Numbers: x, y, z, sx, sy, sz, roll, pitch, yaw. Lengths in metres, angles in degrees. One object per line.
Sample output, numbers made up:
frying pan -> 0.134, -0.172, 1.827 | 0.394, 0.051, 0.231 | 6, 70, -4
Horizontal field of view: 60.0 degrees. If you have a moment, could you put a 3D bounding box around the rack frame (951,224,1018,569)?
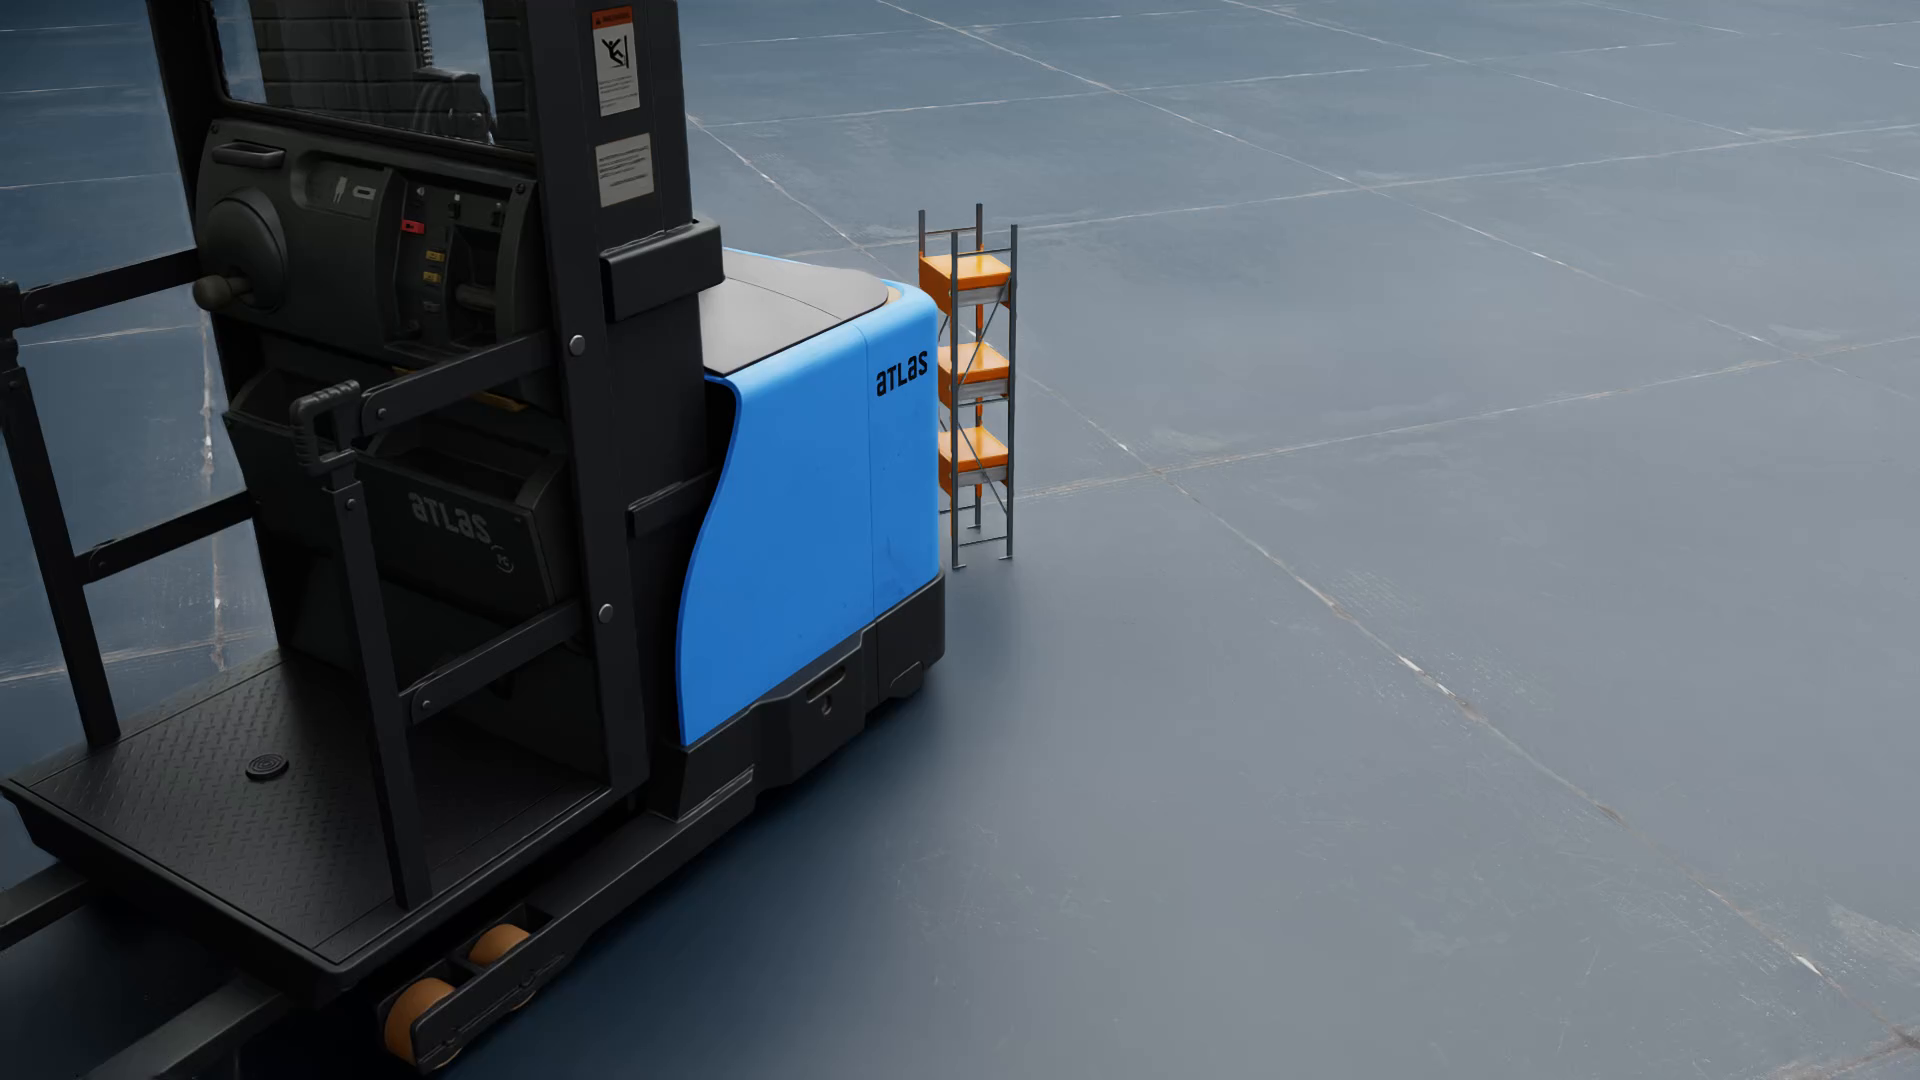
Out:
rack frame -> 0.069, -0.401, 4.875 | 0.200, 1.050, 0.008 | -11, 28, -21

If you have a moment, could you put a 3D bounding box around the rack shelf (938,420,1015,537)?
rack shelf -> 0.021, -0.191, 5.102 | 0.215, 0.259, 0.240 | -11, 28, -21

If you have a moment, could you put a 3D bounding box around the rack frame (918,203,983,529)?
rack frame -> -0.027, -0.499, 5.076 | 0.200, 1.050, 0.008 | -11, 28, -21

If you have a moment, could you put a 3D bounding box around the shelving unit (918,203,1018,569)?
shelving unit -> 0.021, -0.450, 4.975 | 0.215, 1.050, 0.252 | -11, 28, -21

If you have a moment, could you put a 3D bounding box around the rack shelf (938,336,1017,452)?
rack shelf -> 0.021, -0.441, 4.980 | 0.215, 0.259, 0.240 | -11, 28, -21

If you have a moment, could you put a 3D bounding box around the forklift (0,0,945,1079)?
forklift -> -1.272, -0.544, 3.024 | 1.130, 2.935, 3.031 | 16, 30, 30

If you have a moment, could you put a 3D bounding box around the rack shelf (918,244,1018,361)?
rack shelf -> 0.021, -0.696, 4.856 | 0.215, 0.259, 0.240 | -11, 28, -21
